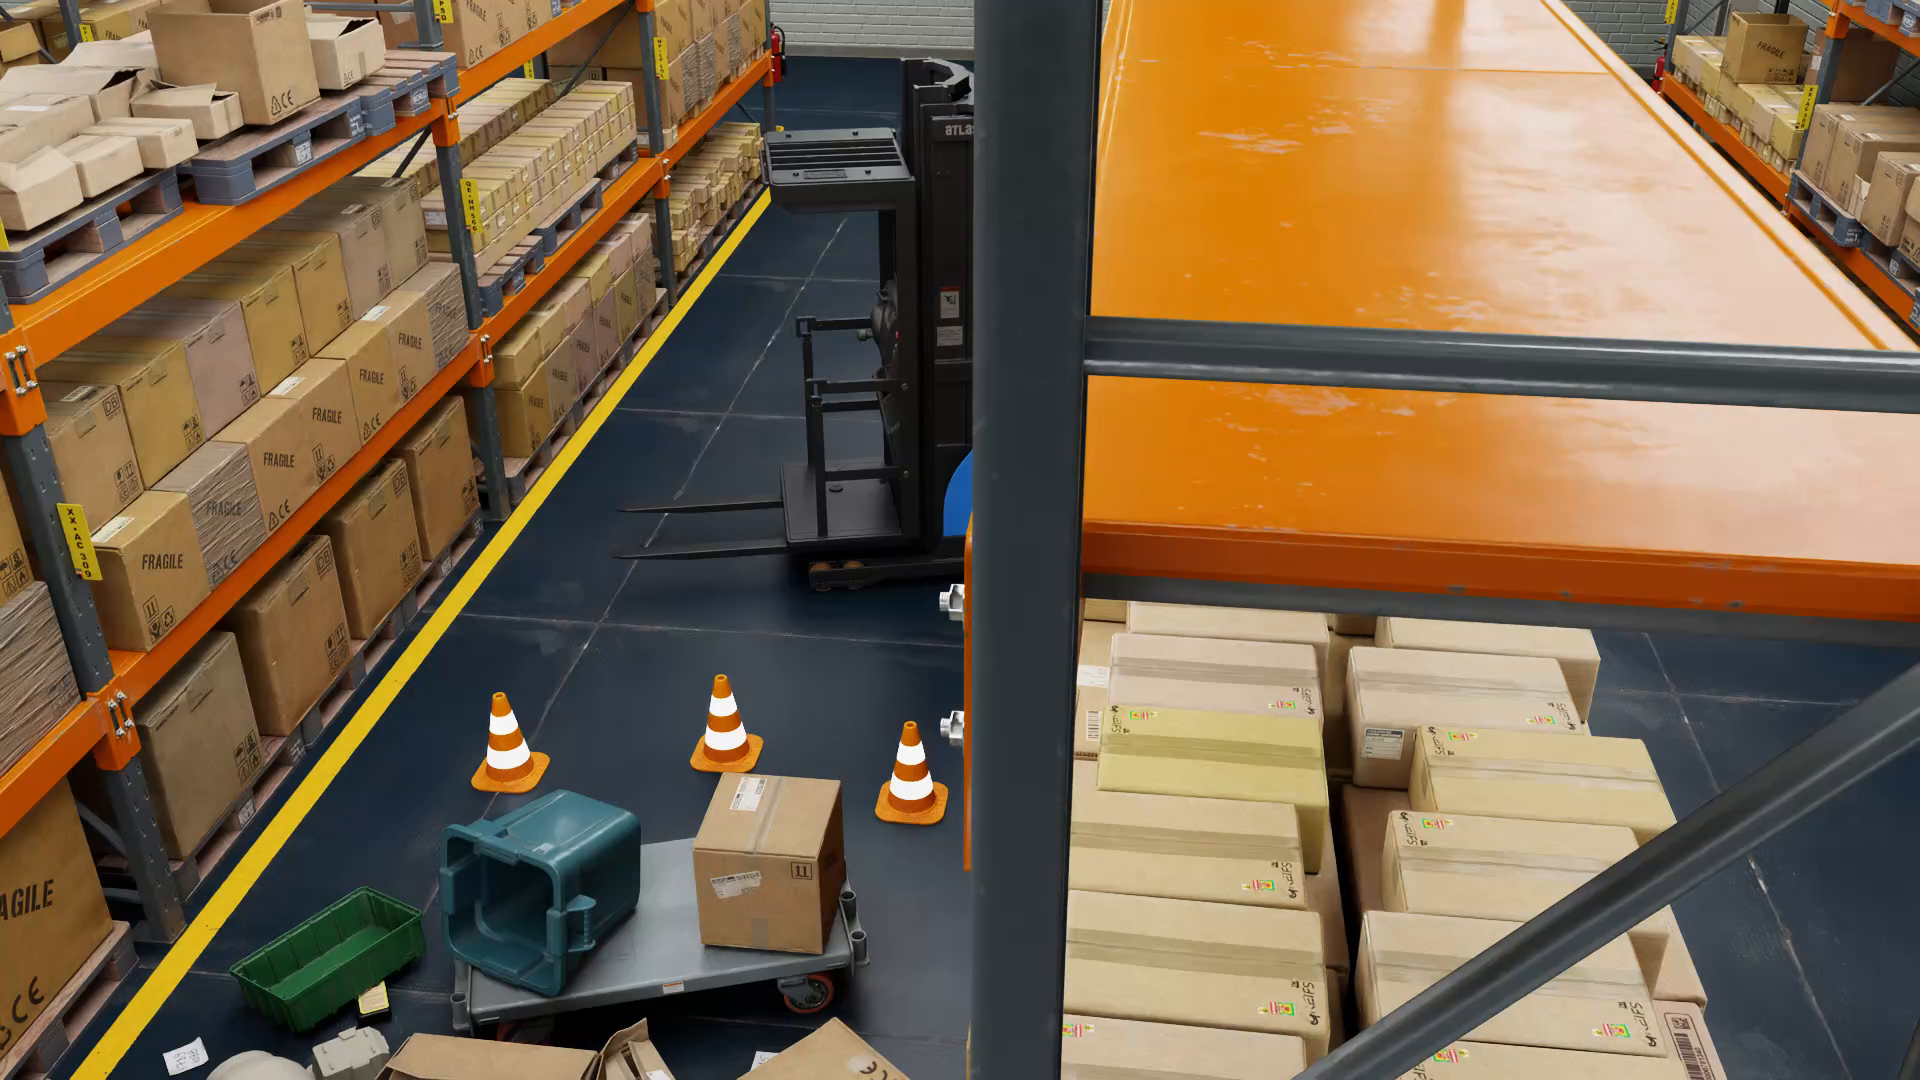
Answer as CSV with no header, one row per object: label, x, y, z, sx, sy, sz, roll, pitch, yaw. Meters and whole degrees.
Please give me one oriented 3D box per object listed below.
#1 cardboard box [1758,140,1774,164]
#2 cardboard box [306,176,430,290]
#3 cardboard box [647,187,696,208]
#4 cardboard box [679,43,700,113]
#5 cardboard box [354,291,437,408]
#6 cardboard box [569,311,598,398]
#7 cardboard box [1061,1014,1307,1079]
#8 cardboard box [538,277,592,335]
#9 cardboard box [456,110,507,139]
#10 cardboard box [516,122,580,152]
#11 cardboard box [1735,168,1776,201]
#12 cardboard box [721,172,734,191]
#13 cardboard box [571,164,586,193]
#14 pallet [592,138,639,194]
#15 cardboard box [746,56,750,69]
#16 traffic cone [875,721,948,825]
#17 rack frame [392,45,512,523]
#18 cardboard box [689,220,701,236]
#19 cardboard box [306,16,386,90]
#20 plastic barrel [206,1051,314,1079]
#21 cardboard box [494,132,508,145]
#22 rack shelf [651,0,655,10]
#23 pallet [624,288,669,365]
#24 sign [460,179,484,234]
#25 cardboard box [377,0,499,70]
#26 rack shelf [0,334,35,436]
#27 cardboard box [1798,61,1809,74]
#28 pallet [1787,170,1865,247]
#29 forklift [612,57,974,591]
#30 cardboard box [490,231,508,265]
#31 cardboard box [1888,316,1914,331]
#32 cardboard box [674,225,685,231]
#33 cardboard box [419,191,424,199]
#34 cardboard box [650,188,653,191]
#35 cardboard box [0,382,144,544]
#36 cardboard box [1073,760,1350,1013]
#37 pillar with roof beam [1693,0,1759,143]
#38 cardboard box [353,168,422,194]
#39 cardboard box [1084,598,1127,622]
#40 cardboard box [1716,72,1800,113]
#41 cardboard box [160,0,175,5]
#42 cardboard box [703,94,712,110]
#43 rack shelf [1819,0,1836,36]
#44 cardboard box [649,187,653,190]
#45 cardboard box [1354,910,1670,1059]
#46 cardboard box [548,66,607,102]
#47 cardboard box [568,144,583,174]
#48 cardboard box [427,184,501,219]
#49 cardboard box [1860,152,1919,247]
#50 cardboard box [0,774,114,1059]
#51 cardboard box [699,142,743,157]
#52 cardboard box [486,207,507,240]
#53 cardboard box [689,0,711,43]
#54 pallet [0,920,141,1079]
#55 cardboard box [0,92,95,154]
cardboard box,6.717,-3.147,13.486,0.380,0.149,0.250,4,29,8
cardboard box,-3.497,-1.763,9.492,0.700,0.500,0.500,3,28,6
cardboard box,-2.610,-3.086,15.044,0.380,0.149,0.250,3,28,5
cardboard box,-2.577,-3.999,14.383,0.500,0.500,0.500,3,28,6
cardboard box,-3.283,-1.071,9.262,0.500,0.500,0.500,3,28,6
cardboard box,-2.976,-1.371,12.116,0.500,0.500,0.500,3,28,5
cardboard box,0.262,0.779,2.195,0.380,0.149,0.250,4,29,7
cardboard box,-2.972,-1.685,11.910,0.500,0.250,0.500,4,29,7
cardboard box,-3.572,-3.060,12.254,0.380,0.149,0.250,3,28,6
cardboard box,-2.958,-2.895,11.947,0.380,0.149,0.250,2,28,4
cardboard box,7.088,-3.130,15.382,0.700,0.500,0.500,4,29,8
cardboard box,-2.395,-3.442,16.018,0.380,0.149,0.250,5,29,9
cardboard box,-2.950,-2.635,12.092,0.380,0.149,0.250,5,29,8
pallet,-3.180,-2.936,13.032,1.003,0.211,1.213,3,28,6
cardboard box,-2.295,-4.741,16.444,0.380,0.149,0.250,3,28,6
traffic cone,-0.234,1.085,8.040,0.336,0.463,0.334,3,28,6
rack frame,-3.432,-1.489,10.144,1.000,3.000,0.127,3,28,6
cardboard box,-2.585,-2.822,15.181,0.380,0.149,0.250,3,28,5
cardboard box,-3.262,-2.490,8.385,0.500,0.311,0.500,3,28,6
plastic barrel,-2.538,2.151,6.103,0.421,0.421,0.512,-24,36,-37
cardboard box,-3.570,-2.926,12.318,0.380,0.149,0.250,4,29,8
rack shelf,-2.697,-5.318,14.846,1.077,0.370,4.000,3,28,6
pallet,-3.036,-1.778,13.620,1.003,0.211,1.213,3,28,6
sign,-2.881,-1.968,9.812,0.100,0.325,0.005,3,28,6
cardboard box,-3.098,-3.107,9.879,0.500,0.500,0.500,3,28,6
rack shelf,-4.167,0.331,4.361,1.077,0.370,4.000,3,28,6
cardboard box,7.478,-4.086,14.808,0.500,0.250,0.500,4,29,8
pallet,6.704,-2.391,12.020,1.003,0.211,1.213,3,28,6
forklift,-0.617,-1.250,9.771,3.031,2.935,1.130,-4,29,-7
cardboard box,-3.144,-1.889,10.708,0.380,0.149,0.250,5,29,9
cardboard box,6.504,-1.444,11.568,0.380,0.149,0.250,4,29,8
cardboard box,-2.638,-2.709,14.658,0.380,0.149,0.250,4,29,7
cardboard box,-3.762,-2.203,10.978,0.380,0.149,0.250,4,29,7
cardboard box,-2.990,-3.213,15.594,0.380,0.149,0.250,2,28,4
cardboard box,-3.867,-0.325,6.823,0.700,0.500,0.500,3,28,5
cardboard box,0.385,0.638,2.876,0.500,0.250,0.500,3,28,6
pillar with roof beam,4.353,-8.836,17.456,9.100,9.000,0.400,3,28,6
cardboard box,-3.762,-2.324,10.889,0.380,0.149,0.250,4,29,8
cardboard box,0.416,0.055,3.538,0.380,0.149,0.250,4,29,7
cardboard box,6.915,-3.877,14.421,0.500,0.250,0.500,3,28,5
cardboard box,-7.412,-4.790,15.325,0.500,0.500,0.500,2,28,5
cardboard box,-2.469,-3.999,15.067,0.380,0.149,0.250,5,29,8
rack shelf,7.155,-4.791,13.868,1.077,0.370,4.000,3,28,6
cardboard box,-3.070,-3.365,15.561,0.380,0.149,0.250,2,28,4
cardboard box,0.774,0.680,2.378,0.380,0.149,0.250,3,28,6
cardboard box,-3.163,-3.791,13.998,0.500,0.500,0.500,3,28,6
cardboard box,-2.952,-2.758,12.007,0.380,0.149,0.250,3,29,6
cardboard box,-3.153,-2.159,10.581,0.380,0.149,0.250,3,28,5
cardboard box,6.469,-2.246,11.001,0.700,0.500,0.500,3,28,6
cardboard box,-4.068,1.436,6.511,0.875,0.875,0.875,4,29,7
cardboard box,-2.353,-3.820,16.407,0.380,0.149,0.250,2,28,4
cardboard box,-3.142,-2.038,10.671,0.380,0.149,0.250,5,29,9
cardboard box,-2.504,-4.666,14.567,0.500,0.500,0.500,4,29,7
pallet,-4.093,1.975,6.654,1.003,0.211,1.213,3,28,6
cardboard box,-3.989,-1.684,6.952,0.500,0.250,0.500,3,28,6
